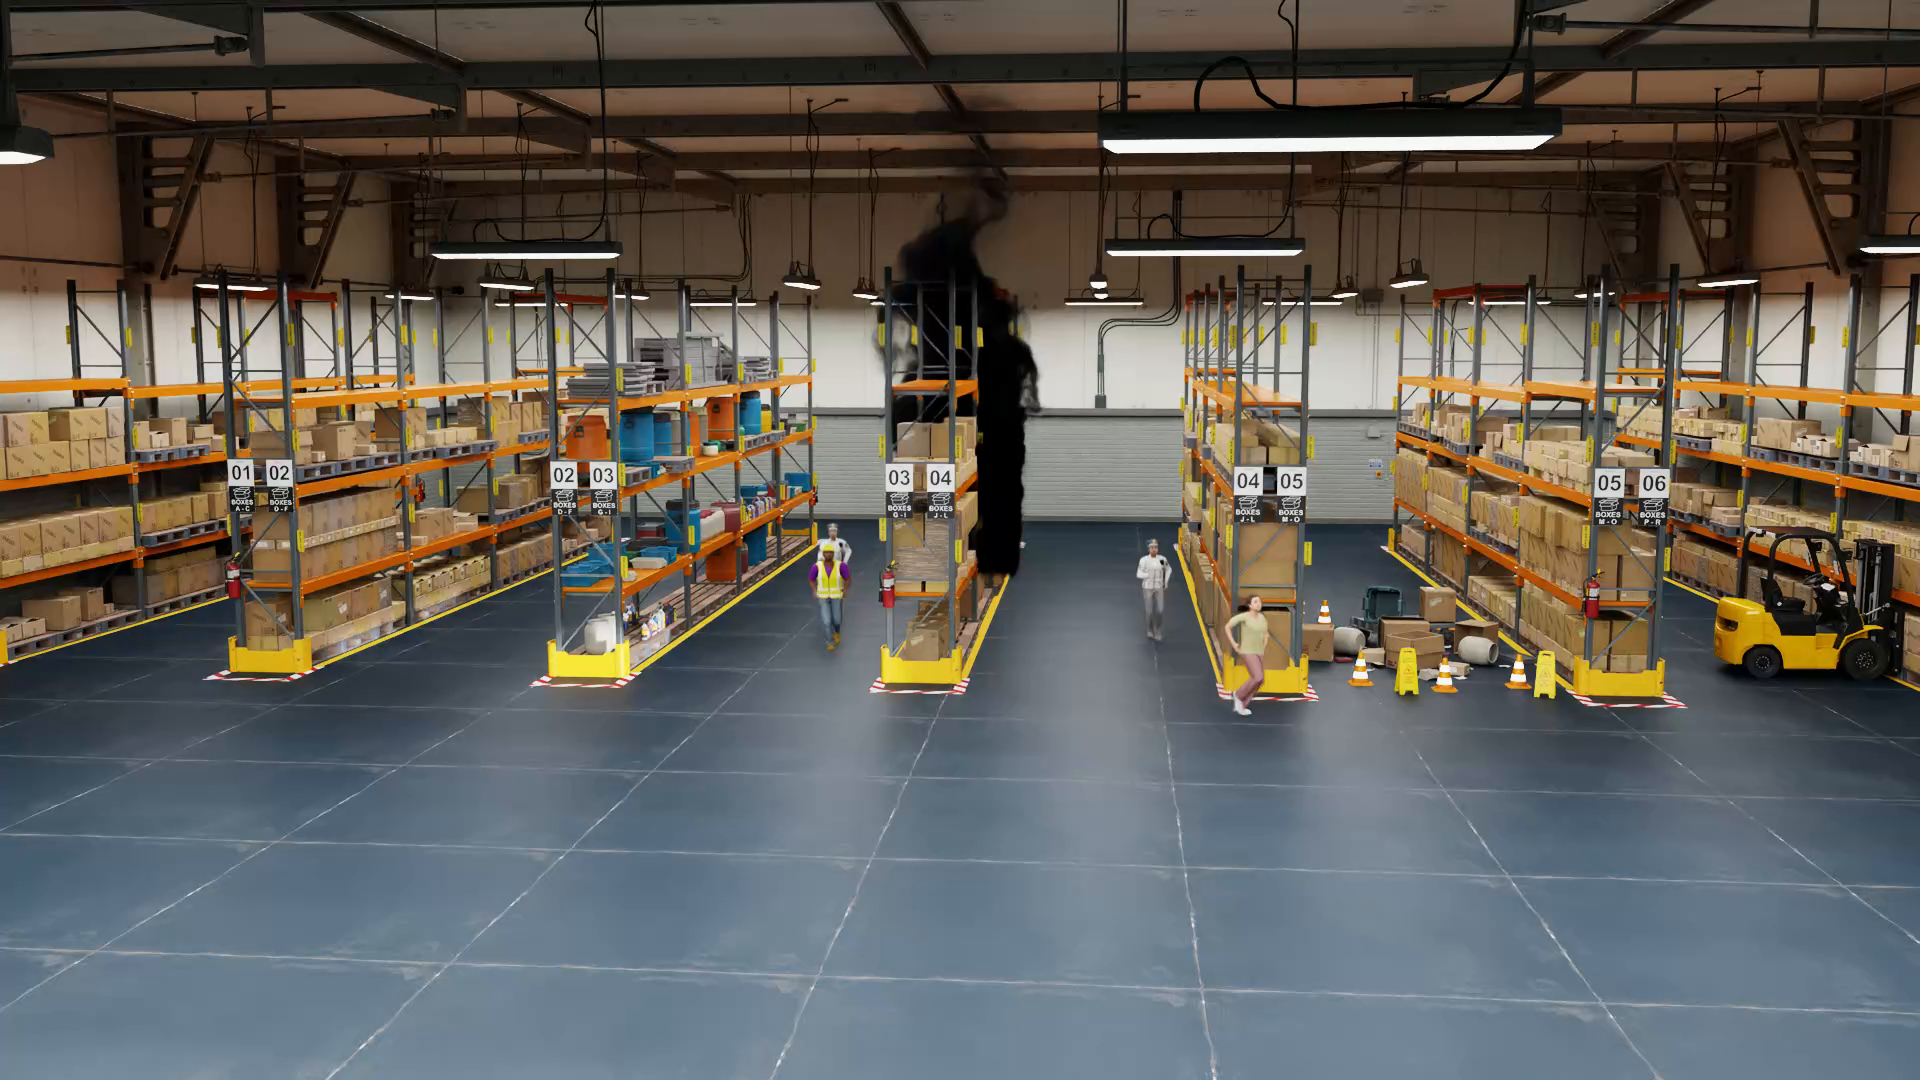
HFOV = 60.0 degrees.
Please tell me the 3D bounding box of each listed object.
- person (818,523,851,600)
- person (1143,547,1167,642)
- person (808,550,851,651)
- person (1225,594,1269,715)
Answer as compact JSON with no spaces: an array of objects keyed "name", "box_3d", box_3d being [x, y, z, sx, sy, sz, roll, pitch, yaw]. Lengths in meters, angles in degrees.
[{"name":"person","box_3d":[-2.246,0.483,29.697,0.592,1.573,0.663,0,7,-1]},{"name":"person","box_3d":[3.229,0.861,27.493,0.414,1.674,0.647,0,7,2]},{"name":"person","box_3d":[-2.086,0.938,26.625,0.679,1.681,0.576,0,7,-4]},{"name":"person","box_3d":[3.887,1.523,22.040,0.581,1.620,0.554,-5,9,-37]}]
